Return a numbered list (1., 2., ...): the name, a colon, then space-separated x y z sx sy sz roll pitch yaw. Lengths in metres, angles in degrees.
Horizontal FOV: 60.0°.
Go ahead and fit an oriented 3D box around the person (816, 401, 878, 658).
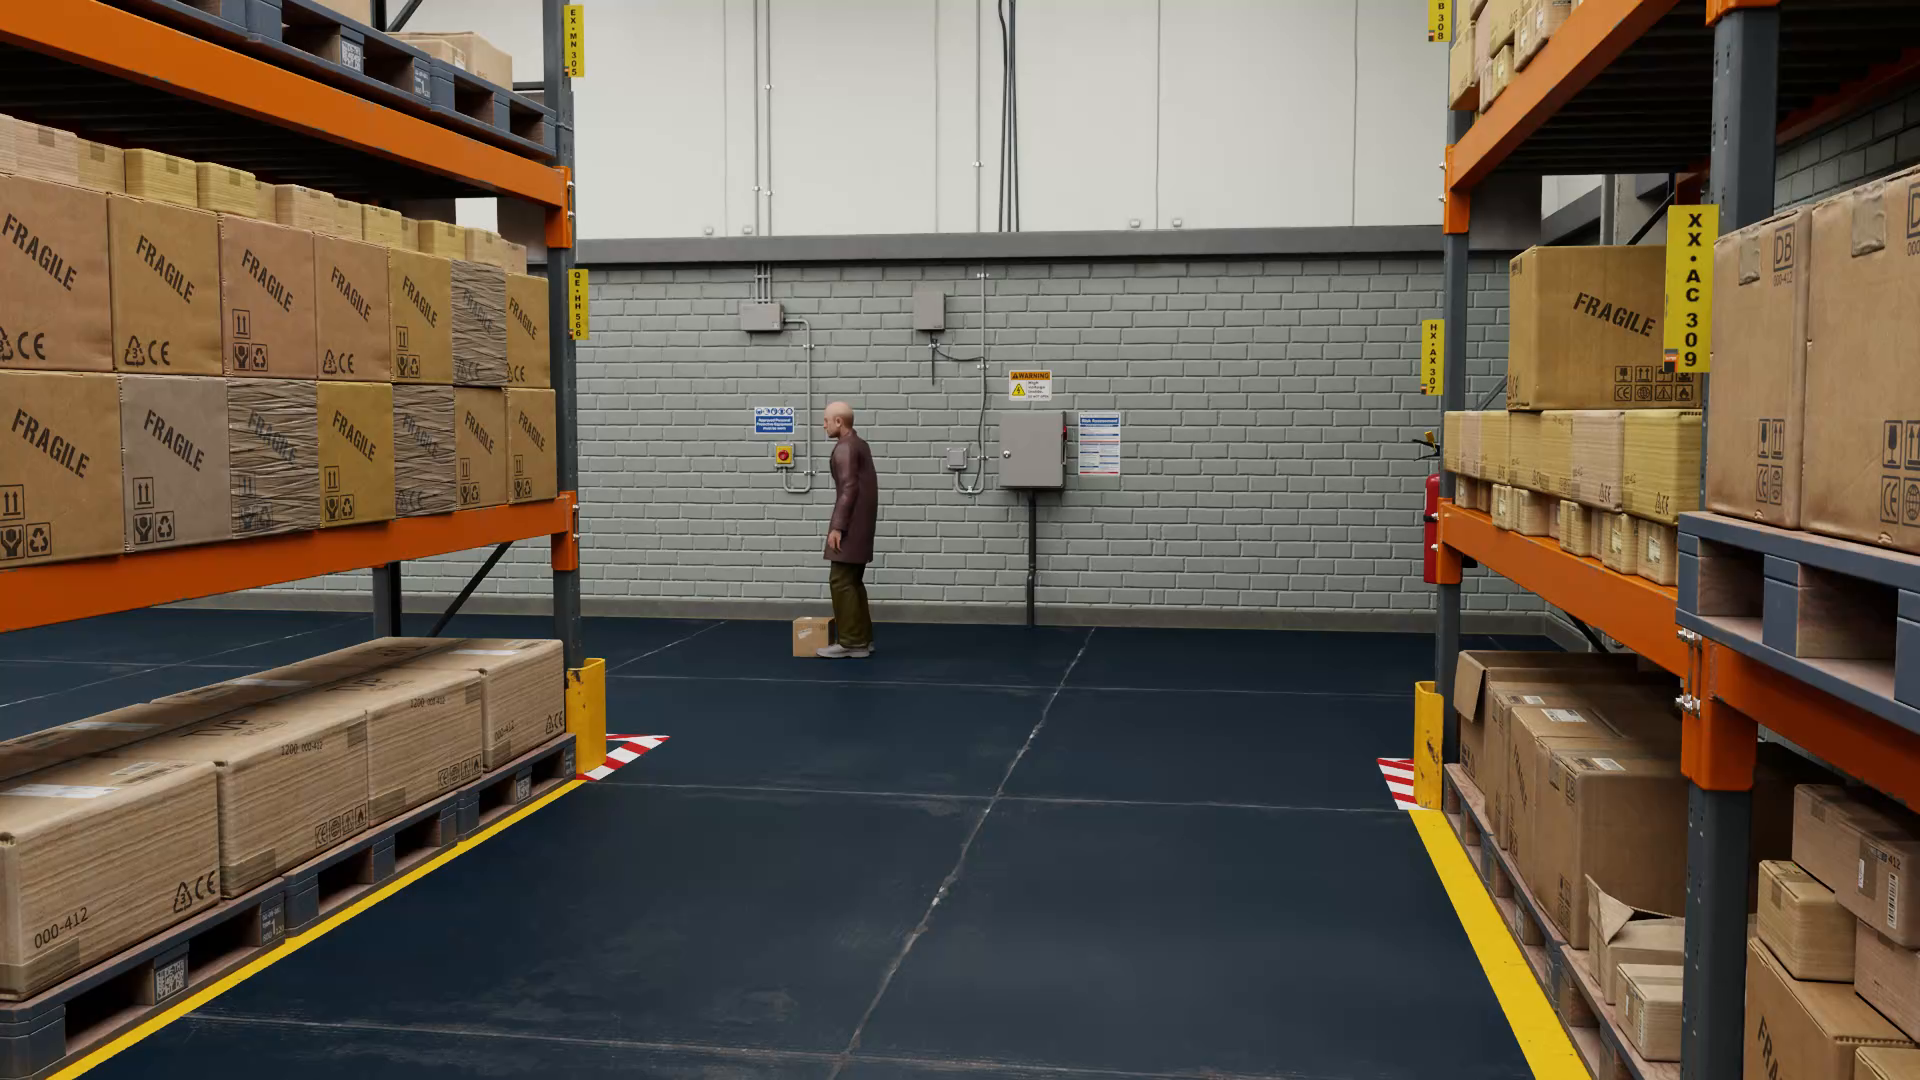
1. person: -0.778 -0.076 11.585 0.416 1.774 0.654 1 4 7
